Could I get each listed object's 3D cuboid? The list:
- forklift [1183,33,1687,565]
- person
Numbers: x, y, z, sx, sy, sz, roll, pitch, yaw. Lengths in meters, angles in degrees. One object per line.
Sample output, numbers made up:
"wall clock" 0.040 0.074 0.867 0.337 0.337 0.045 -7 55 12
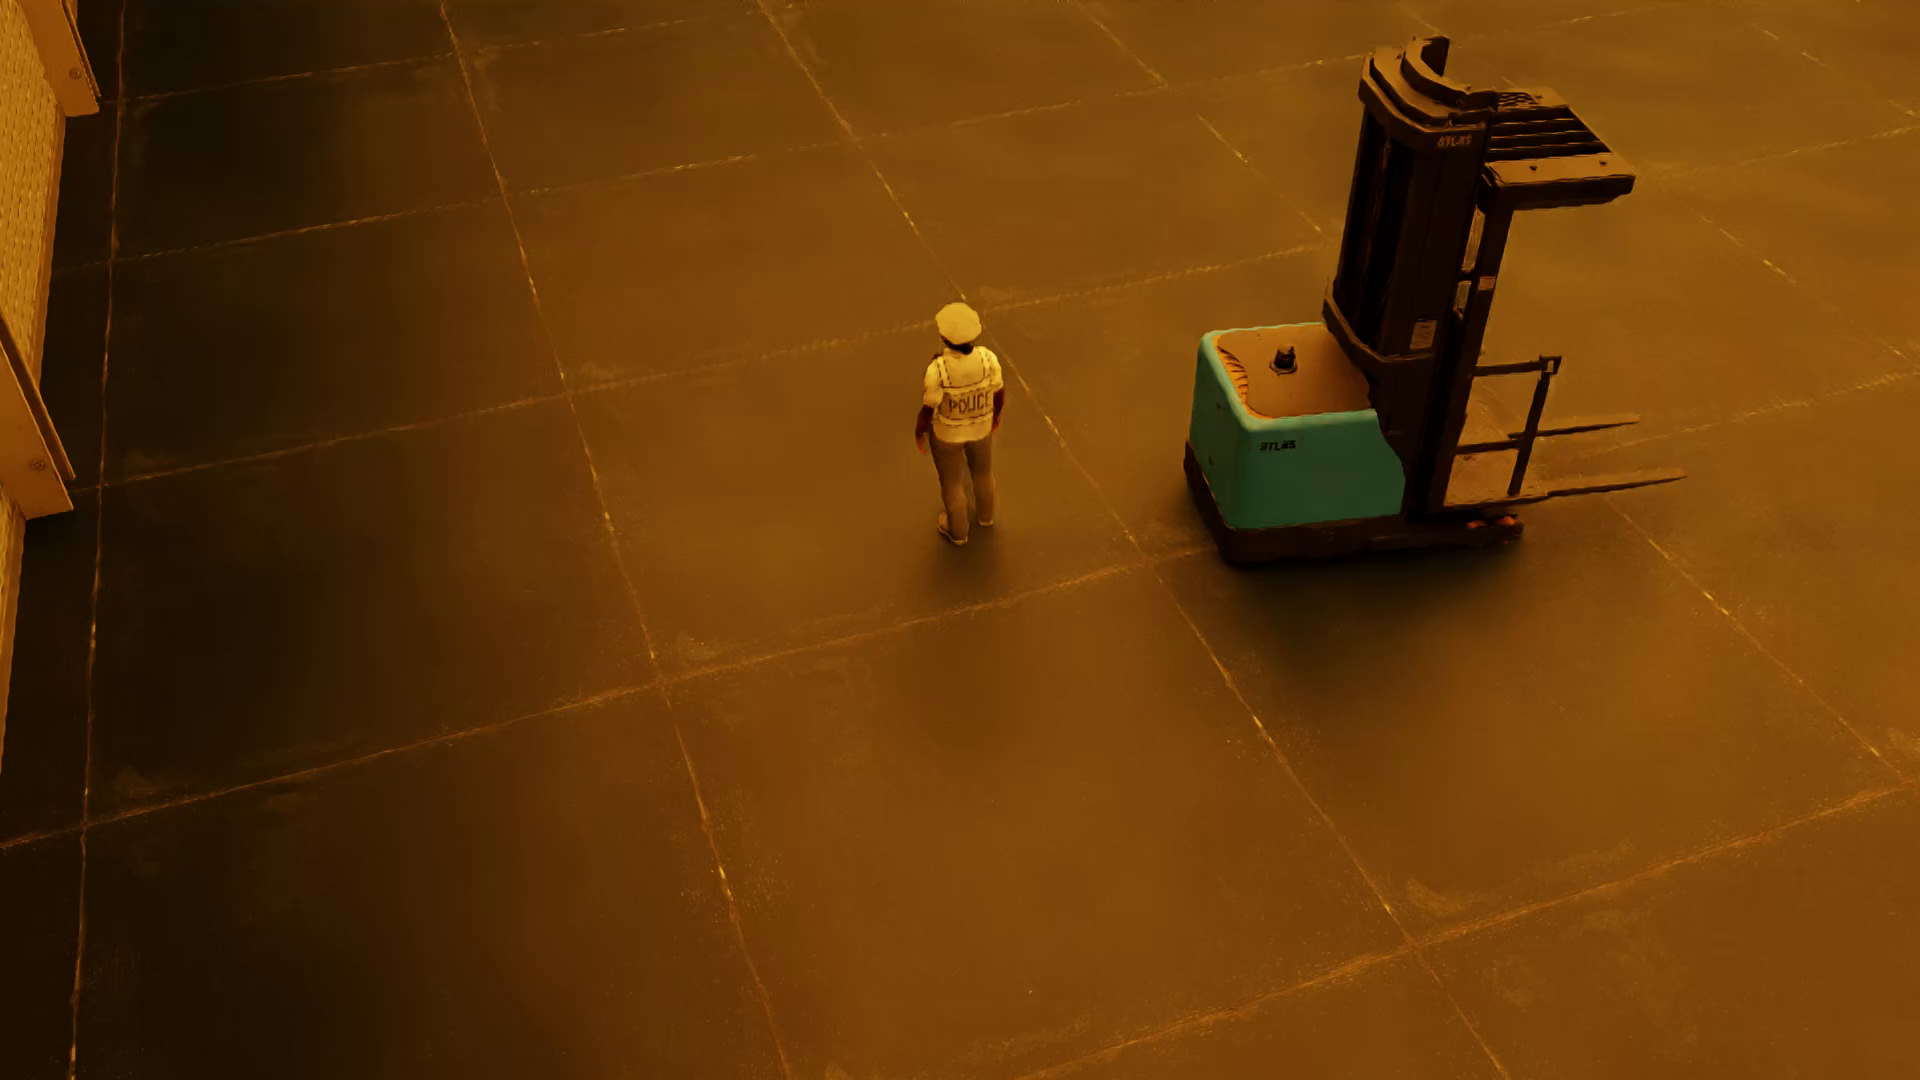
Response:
"forklift" 3.004 -1.413 9.679 3.031 2.935 1.130 -6 40 -7
"person" -0.007 -0.704 9.785 0.570 1.695 0.529 -13 42 -15
